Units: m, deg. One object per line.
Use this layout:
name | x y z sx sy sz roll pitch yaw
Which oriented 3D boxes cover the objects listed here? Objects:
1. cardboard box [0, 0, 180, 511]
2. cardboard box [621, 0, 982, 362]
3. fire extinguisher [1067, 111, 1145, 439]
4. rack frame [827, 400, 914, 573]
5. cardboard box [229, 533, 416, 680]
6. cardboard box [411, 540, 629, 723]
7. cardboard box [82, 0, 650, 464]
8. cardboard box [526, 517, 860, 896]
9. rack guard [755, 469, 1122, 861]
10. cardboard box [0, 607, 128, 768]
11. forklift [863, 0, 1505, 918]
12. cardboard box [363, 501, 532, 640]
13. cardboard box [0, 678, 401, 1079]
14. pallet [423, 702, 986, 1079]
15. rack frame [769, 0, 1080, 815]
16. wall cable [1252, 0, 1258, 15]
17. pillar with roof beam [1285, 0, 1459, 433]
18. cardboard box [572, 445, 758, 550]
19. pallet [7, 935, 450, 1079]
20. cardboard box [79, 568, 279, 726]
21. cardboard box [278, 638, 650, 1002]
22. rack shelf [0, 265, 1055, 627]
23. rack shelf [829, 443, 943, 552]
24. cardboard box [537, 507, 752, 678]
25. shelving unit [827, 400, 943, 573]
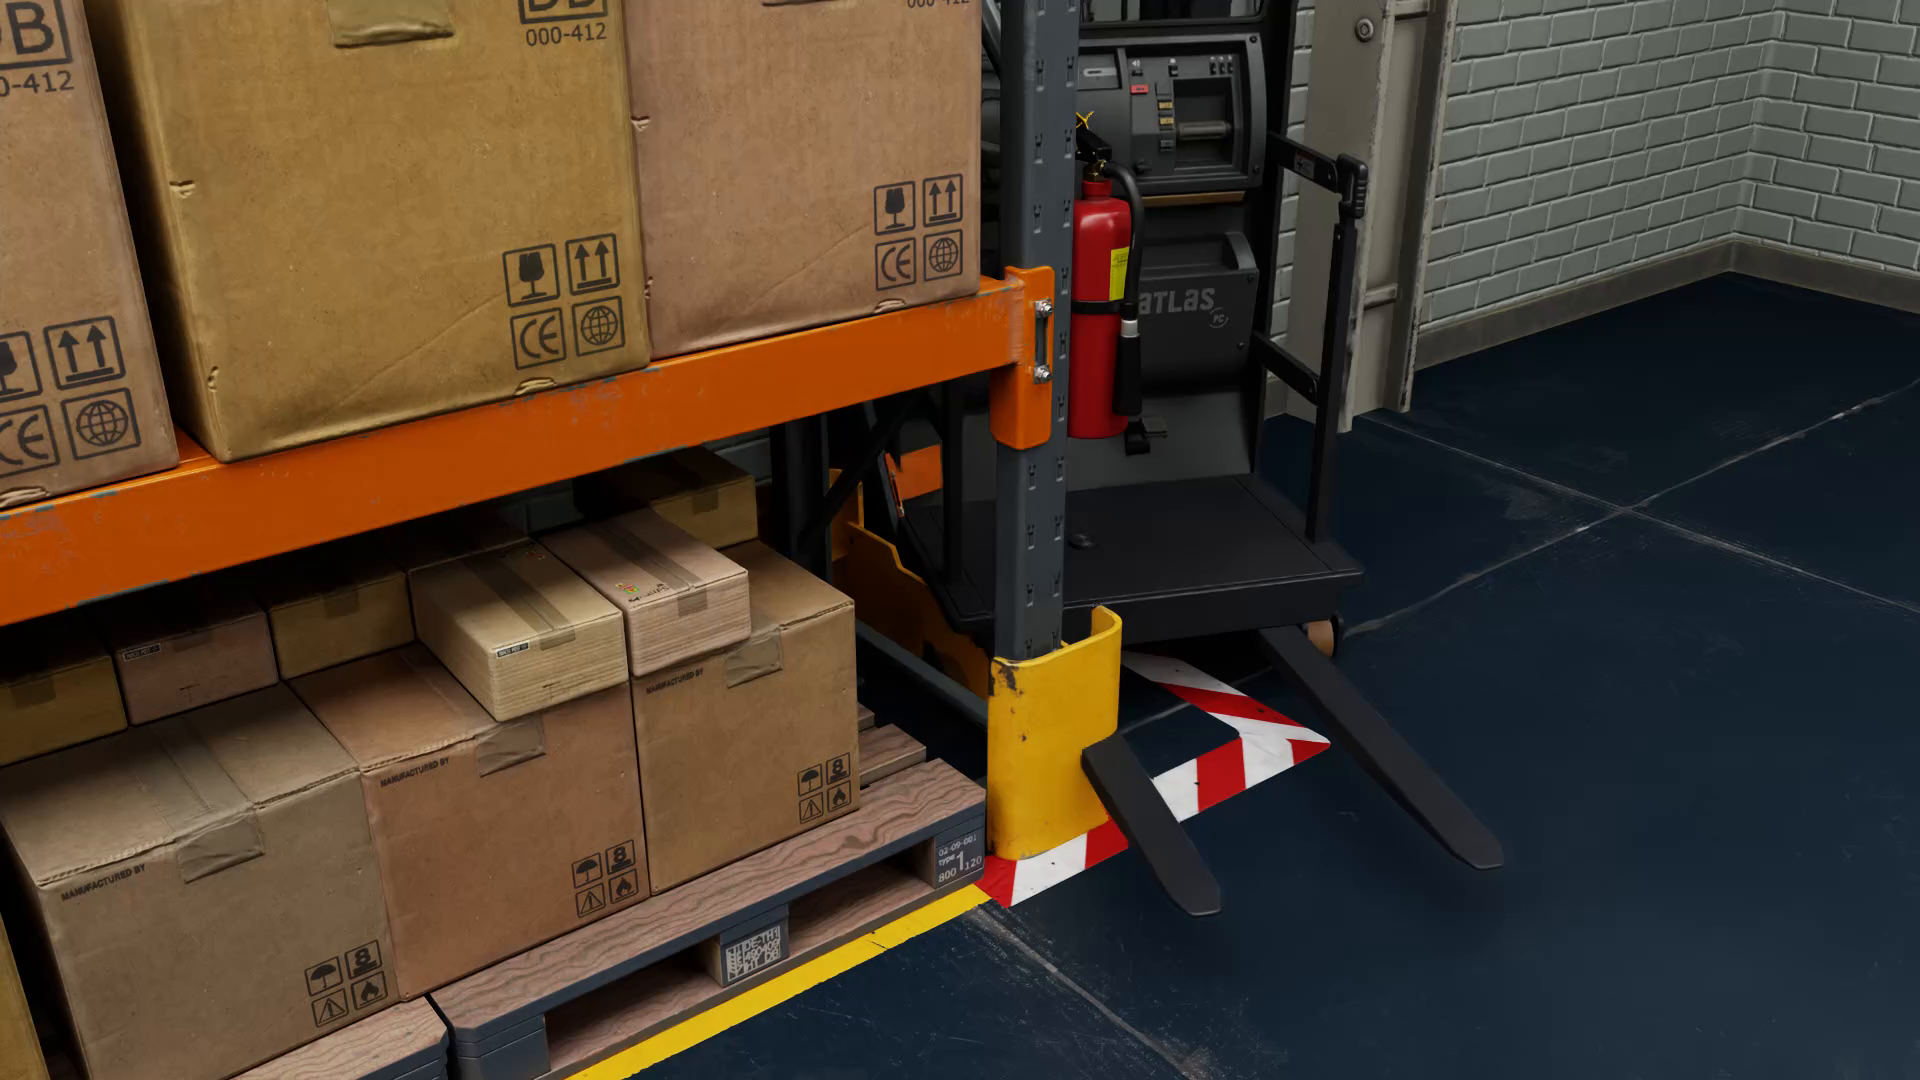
cardboard box | -1.697 -0.479 2.362 0.700 0.700 0.980 -20 32 -36
cardboard box | -0.525 -0.866 3.197 0.700 0.700 0.980 -17 30 -32
fire extinguisher | 0.273 -0.548 3.403 0.183 0.674 0.296 -18 31 -34
rack frame | -0.374 -0.337 4.686 0.032 1.125 0.500 -19 12 -31
cardboard box | -1.240 0.096 3.180 0.250 0.149 0.380 -18 30 -34
cardboard box | -0.809 0.158 3.046 0.250 0.149 0.380 -17 30 -33
cardboard box | -1.091 -0.674 2.782 0.700 0.700 0.980 -19 31 -34
cardboard box | -0.619 0.292 3.528 0.500 0.500 0.700 -18 31 -34
rack guard | -0.111 0.261 4.093 0.348 0.500 1.175 -18 31 -34
cardboard box | -1.641 0.229 2.893 0.250 0.149 0.380 -18 30 -34
forklift | 0.394 -1.061 4.055 1.130 2.935 3.031 -6 26 -13
cardboard box | -1.043 0.031 3.320 0.250 0.149 0.380 -18 30 -34
cardboard box | -1.408 0.553 2.966 0.500 0.500 0.700 -19 31 -36
pallet | -0.711 0.632 3.637 1.213 0.211 1.003 -18 31 -34
rack frame | -0.130 -0.866 3.553 0.127 3.000 1.000 -18 31 -34
wall cable | 0.294 -1.973 4.731 1.851 1.984 0.084 -18 31 -34
pillar with roof beam | 4.117 -3.149 1.346 0.400 9.000 9.100 -18 31 -34
cardboard box | -0.644 -0.101 3.604 0.250 0.149 0.380 -18 30 -34
pallet | -1.671 0.948 2.958 1.213 0.211 1.003 -18 31 -34
cardboard box | -1.440 0.162 3.037 0.250 0.149 0.380 -18 30 -33
cardboard box | -1.013 0.422 3.248 0.500 0.500 0.700 -18 31 -34
rack shelf | -1.704 -0.020 2.585 4.000 0.370 1.077 -18 31 -34
rack shelf | 0.094 -0.247 4.989 1.000 0.278 0.538 -19 12 -31
cardboard box | -0.608 0.092 3.189 0.250 0.149 0.380 -19 31 -35
shelving unit | 0.038 -0.482 4.946 1.048 1.125 0.538 -19 12 -31
